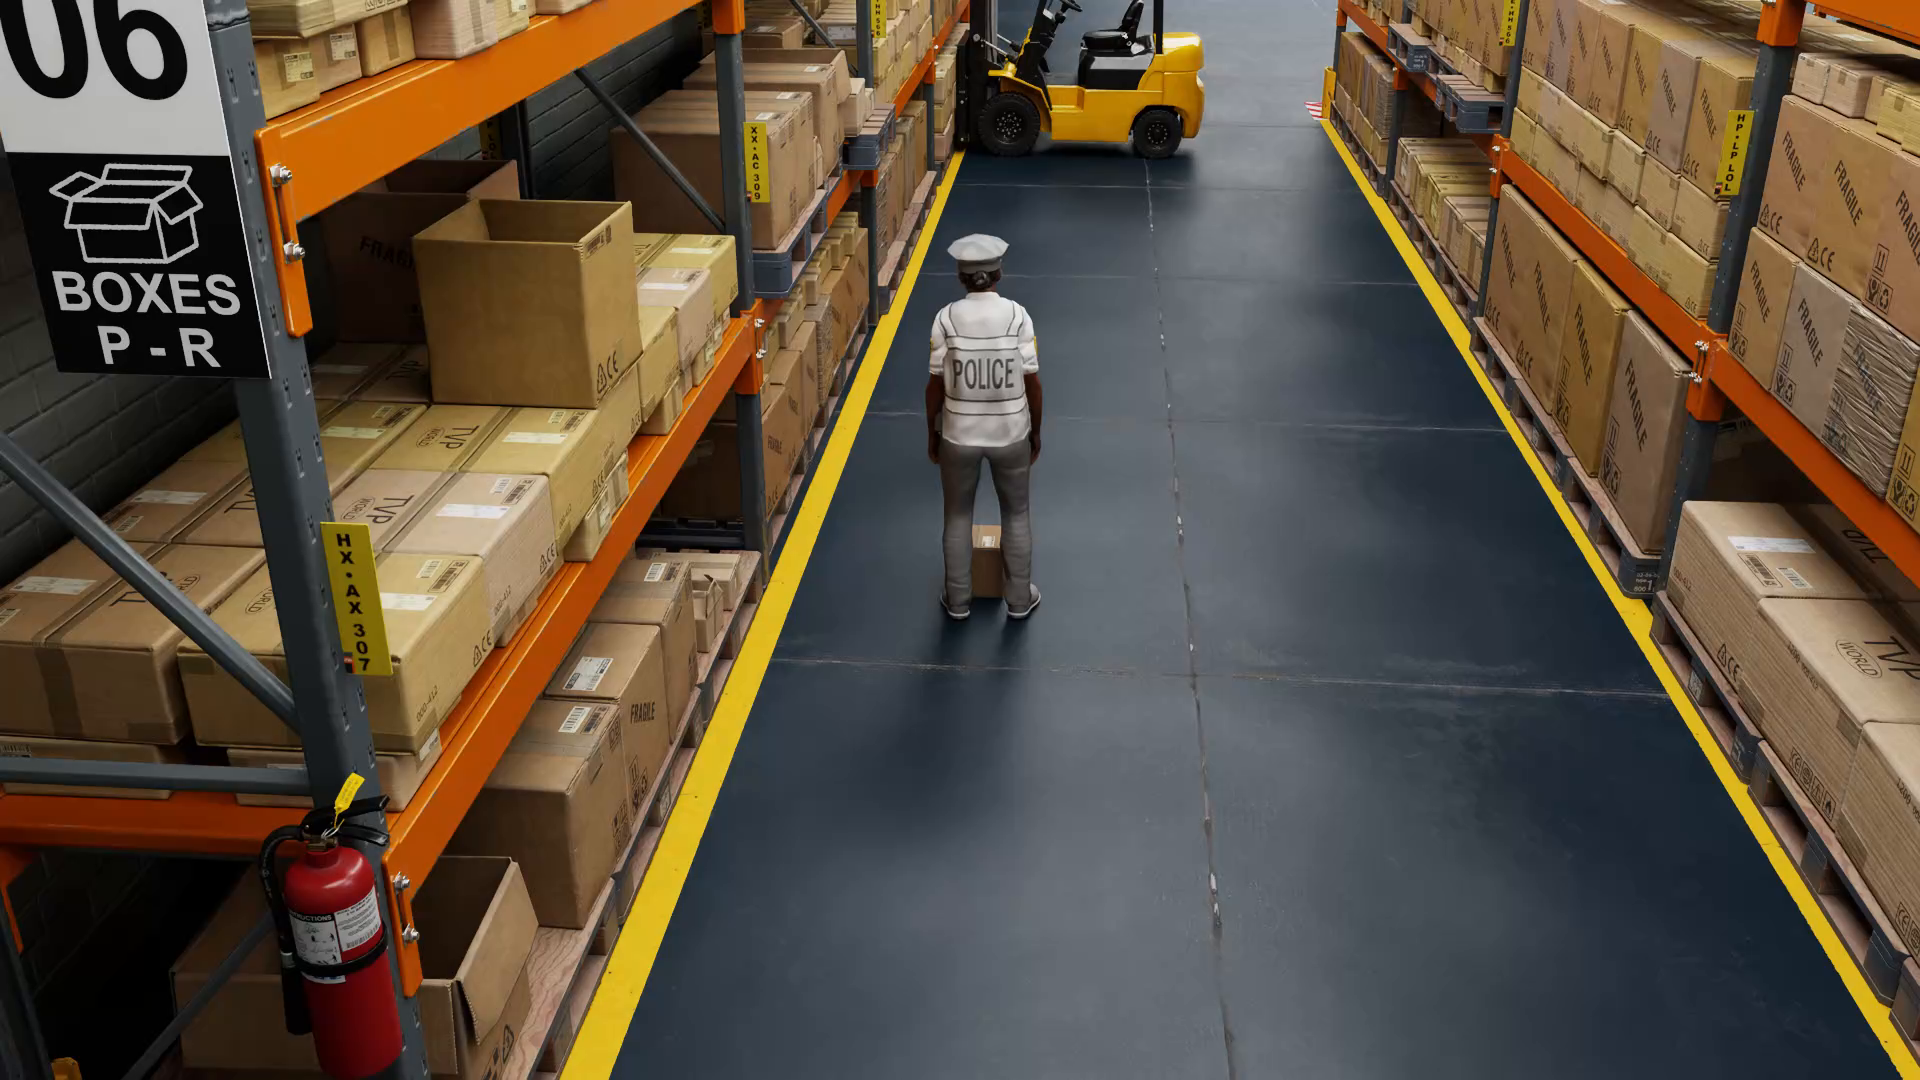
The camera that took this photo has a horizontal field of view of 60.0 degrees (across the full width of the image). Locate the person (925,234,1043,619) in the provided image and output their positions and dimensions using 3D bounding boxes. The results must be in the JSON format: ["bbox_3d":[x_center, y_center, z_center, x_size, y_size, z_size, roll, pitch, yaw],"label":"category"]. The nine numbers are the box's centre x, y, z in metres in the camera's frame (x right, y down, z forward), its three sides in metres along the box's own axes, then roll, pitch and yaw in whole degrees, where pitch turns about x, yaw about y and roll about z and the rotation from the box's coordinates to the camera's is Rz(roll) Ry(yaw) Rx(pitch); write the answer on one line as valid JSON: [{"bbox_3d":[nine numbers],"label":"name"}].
[{"bbox_3d":[0.108,-0.442,7.069,0.509,1.657,0.393,0,25,0],"label":"person"}]
